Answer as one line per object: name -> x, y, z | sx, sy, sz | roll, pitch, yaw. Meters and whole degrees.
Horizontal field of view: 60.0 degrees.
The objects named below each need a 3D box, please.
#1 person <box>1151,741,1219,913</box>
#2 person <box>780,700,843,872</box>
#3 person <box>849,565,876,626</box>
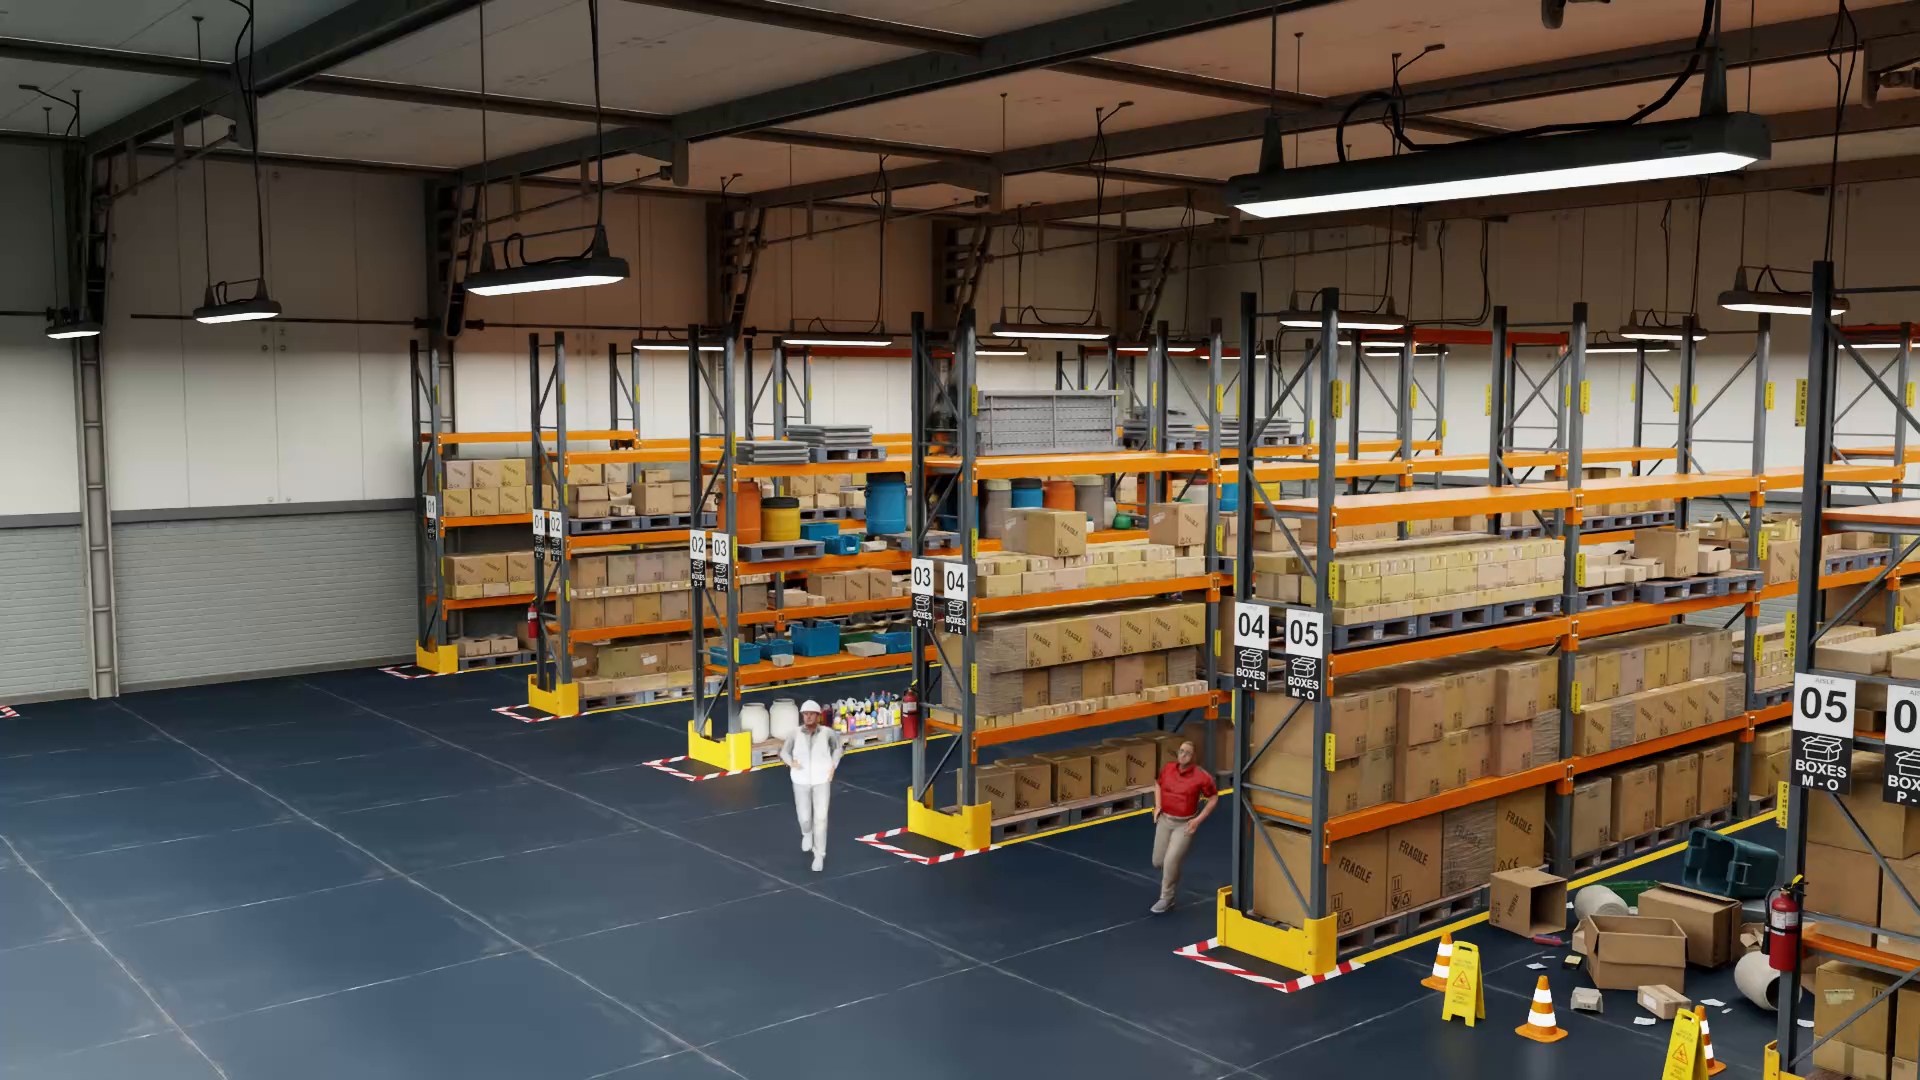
person -> 2.221, 2.808, 16.447 | 0.687, 1.682, 0.664 | 4, 6, 33
person -> -1.600, 2.611, 18.018 | 0.687, 1.786, 0.873 | -1, 5, -10
person -> -1.917, 1.212, 33.392 | 0.739, 1.835, 0.704 | -4, 7, -39
